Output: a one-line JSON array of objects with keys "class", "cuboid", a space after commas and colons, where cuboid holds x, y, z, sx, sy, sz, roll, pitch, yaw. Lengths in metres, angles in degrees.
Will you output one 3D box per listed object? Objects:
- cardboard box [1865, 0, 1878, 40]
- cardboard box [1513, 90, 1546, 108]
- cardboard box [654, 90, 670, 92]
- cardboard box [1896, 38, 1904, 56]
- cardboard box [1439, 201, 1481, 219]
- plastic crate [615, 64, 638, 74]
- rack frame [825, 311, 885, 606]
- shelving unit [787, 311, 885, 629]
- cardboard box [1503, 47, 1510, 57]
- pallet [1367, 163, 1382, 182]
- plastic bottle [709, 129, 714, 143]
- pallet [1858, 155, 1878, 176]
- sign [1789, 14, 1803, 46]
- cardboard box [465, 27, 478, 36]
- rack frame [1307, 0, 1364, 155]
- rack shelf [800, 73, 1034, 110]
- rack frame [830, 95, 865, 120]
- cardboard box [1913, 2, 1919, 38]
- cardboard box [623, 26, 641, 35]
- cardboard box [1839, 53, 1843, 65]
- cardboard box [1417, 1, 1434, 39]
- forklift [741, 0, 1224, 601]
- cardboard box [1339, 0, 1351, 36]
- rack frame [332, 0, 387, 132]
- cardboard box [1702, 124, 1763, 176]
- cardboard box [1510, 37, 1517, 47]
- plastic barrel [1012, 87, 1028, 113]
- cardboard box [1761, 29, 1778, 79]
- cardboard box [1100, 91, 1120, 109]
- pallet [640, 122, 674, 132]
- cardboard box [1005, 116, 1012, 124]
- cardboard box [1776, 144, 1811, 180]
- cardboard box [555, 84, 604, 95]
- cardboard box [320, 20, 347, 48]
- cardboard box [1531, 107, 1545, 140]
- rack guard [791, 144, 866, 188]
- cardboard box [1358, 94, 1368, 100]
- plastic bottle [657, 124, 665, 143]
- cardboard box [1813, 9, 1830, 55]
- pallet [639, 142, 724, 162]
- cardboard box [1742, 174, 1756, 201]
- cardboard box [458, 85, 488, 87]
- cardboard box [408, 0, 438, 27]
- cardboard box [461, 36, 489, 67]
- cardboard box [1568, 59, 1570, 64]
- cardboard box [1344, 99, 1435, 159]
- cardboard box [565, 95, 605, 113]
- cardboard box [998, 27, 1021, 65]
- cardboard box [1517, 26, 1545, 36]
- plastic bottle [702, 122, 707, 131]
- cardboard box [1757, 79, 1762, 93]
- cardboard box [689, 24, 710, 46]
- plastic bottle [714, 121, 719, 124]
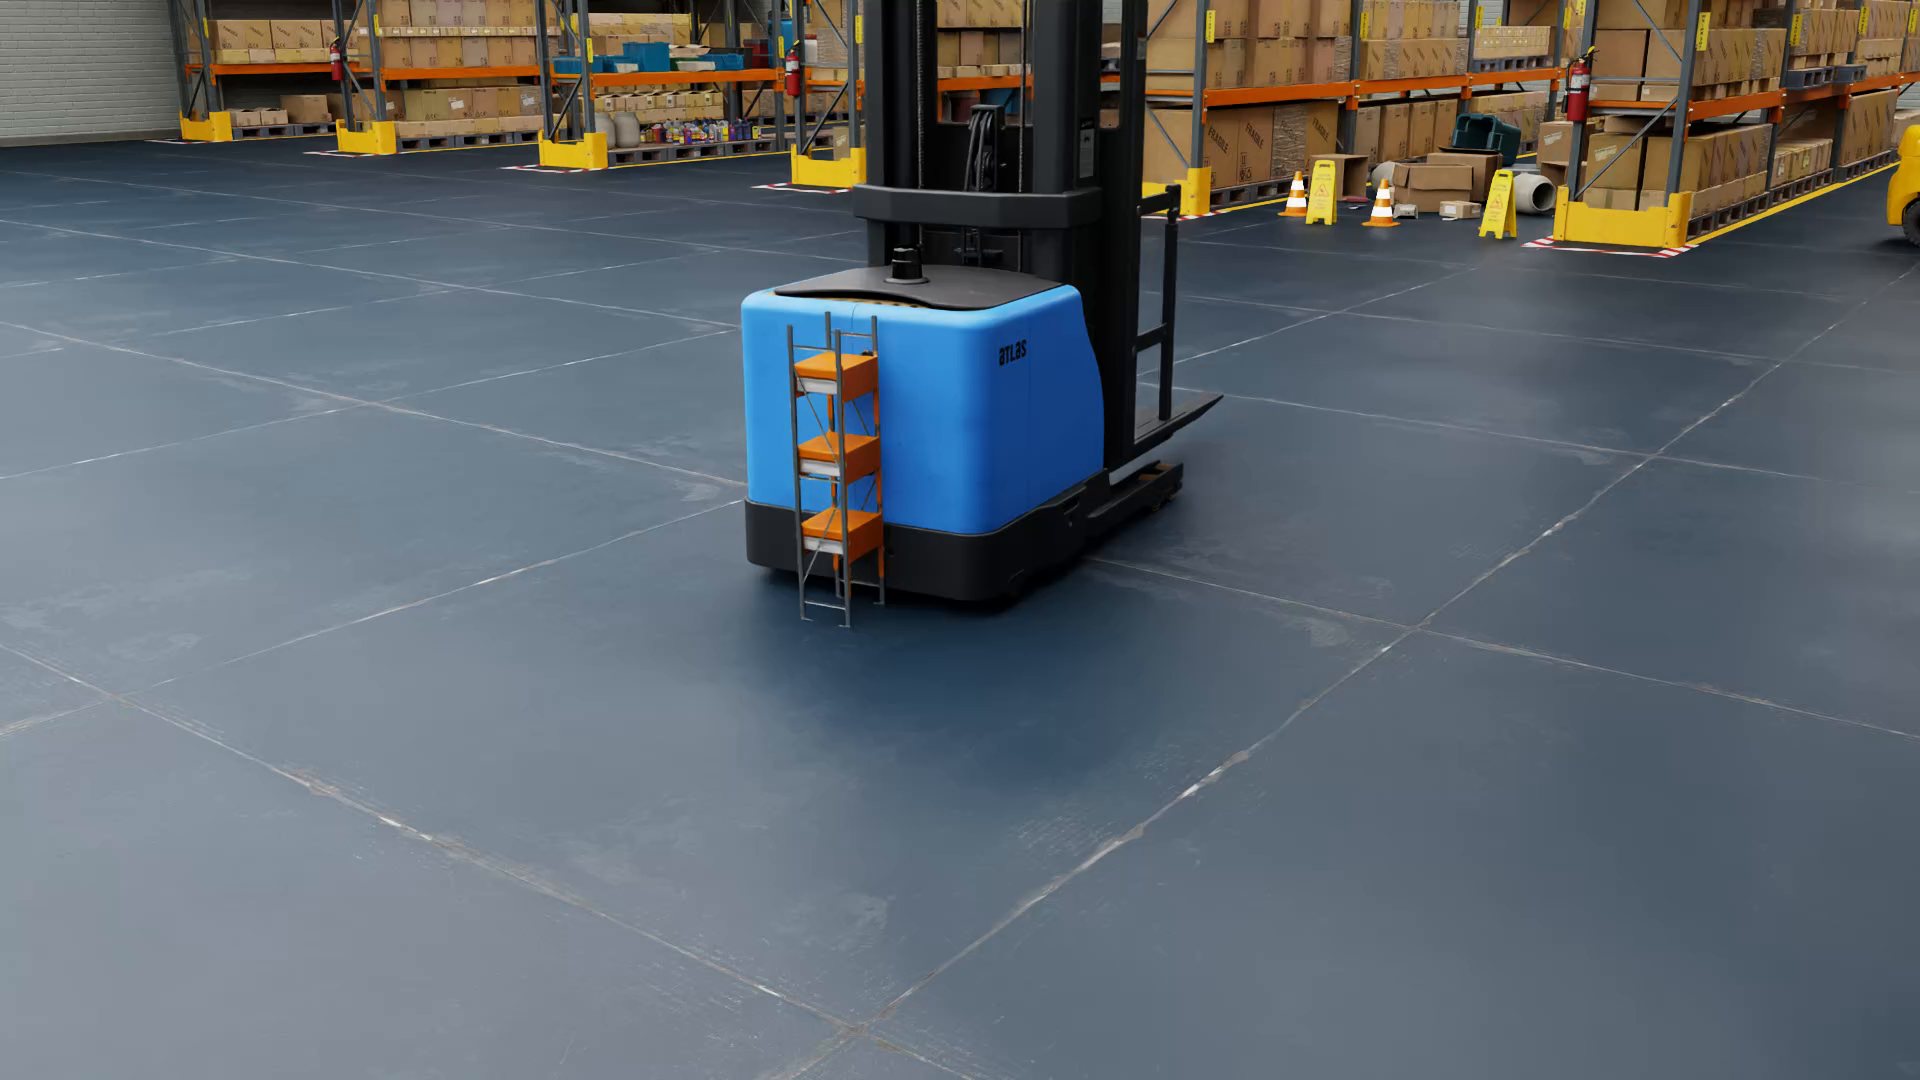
[{"class": "cardboard box", "cuboid": [11.804, -6.894, 22.032, 0.500, 0.500, 0.500, 13, 21, 35]}, {"class": "cardboard box", "cuboid": [9.133, -7.121, 26.859, 0.500, 0.250, 0.500, 12, 21, 33]}, {"class": "cardboard box", "cuboid": [-5.740, -8.633, 32.469, 0.500, 0.311, 0.500, 12, 21, 33]}, {"class": "cardboard box", "cuboid": [13.342, -7.147, 24.109, 0.500, 0.250, 0.500, 12, 21, 35]}, {"class": "cardboard box", "cuboid": [5.418, -3.577, 18.011, 0.250, 0.149, 0.380, -7, 19, -22]}, {"class": "plastic crate", "cuboid": [-4.885, -6.926, 24.434, 0.298, 0.136, 0.250, 12, 21, 35]}, {"class": "rack frame", "cuboid": [-0.366, -0.275, 5.835, 0.200, 1.050, 0.008, 8, 21, 25]}, {"class": "shelving unit", "cuboid": [-0.420, -0.240, 5.732, 0.215, 1.050, 0.252, 8, 21, 25]}, {"class": "cardboard box", "cuboid": [8.208, -7.493, 25.530, 0.380, 0.149, 0.250, 13, 21, 35]}, {"class": "pallet", "cuboid": [5.006, -4.938, 22.289, 1.003, 0.211, 1.213, 12, 21, 35]}, {"class": "plastic bottle", "cuboid": [-3.901, -6.324, 26.028, 0.097, 0.201, 0.097, 0, 17, 0]}, {"class": "pallet", "cuboid": [12.284, -5.307, 23.477, 1.003, 0.211, 1.213, 12, 21, 35]}, {"class": "sign", "cuboid": [9.083, -5.541, 18.071, 0.100, 0.325, 0.005, 12, 21, 35]}, {"class": "cardboard box", "cuboid": [-8.330, -8.551, 27.959, 0.380, 0.149, 0.250, 13, 21, 35]}, {"class": "rack frame", "cuboid": [4.607, -6.073, 21.241, 1.000, 3.000, 0.127, 12, 21, 35]}, {"class": "rack shelf", "cuboid": [-0.508, -6.153, 22.714, 1.077, 0.370, 4.000, 12, 21, 35]}, {"class": "rack frame", "cuboid": [-2.503, -10.630, 35.917, 1.000, 3.000, 0.127, 12, 21, 35]}, {"class": "cardboard box", "cuboid": [14.194, -7.843, 25.086, 0.500, 0.500, 0.500, 12, 21, 34]}, {"class": "cardboard box", "cuboid": [-7.452, -11.188, 37.010, 0.500, 0.500, 0.500, 13, 22, 36]}, {"class": "cardboard box", "cuboid": [10.648, -5.933, 20.506, 0.380, 0.149, 0.250, 11, 20, 32]}, {"class": "cardboard box", "cuboid": [6.111, -7.202, 23.024, 0.700, 0.500, 0.500, 12, 21, 34]}, {"class": "forklift", "cuboid": [0.327, -1.575, 6.875, 1.130, 2.935, 3.031, 9, 19, 26]}, {"class": "cardboard box", "cuboid": [4.360, -6.578, 20.795, 0.875, 0.550, 0.550, 12, 21, 35]}, {"class": "rack frame", "cuboid": [-9.653, -7.772, 26.713, 1.000, 3.000, 0.127, 12, 21, 35]}, {"class": "cardboard box", "cuboid": [8.204, -4.158, 17.739, 0.500, 0.500, 0.500, 13, 21, 36]}, {"class": "cardboard box", "cuboid": [8.364, -7.700, 25.694, 0.380, 0.149, 0.250, 13, 22, 37]}, {"class": "plastic barrel", "cuboid": [1.135, -8.826, 32.937, 0.600, 0.901, 0.708, 12, 21, 35]}, {"class": "cardboard box", "cuboid": [8.277, -5.138, 17.562, 0.500, 0.500, 0.500, 13, 22, 37]}, {"class": "cardboard box", "cuboid": [2.384, -7.007, 26.460, 0.500, 0.250, 0.500, 16, 23, 41]}, {"class": "pallet", "cuboid": [-6.136, -7.867, 31.721, 1.003, 0.211, 1.213, 12, 21, 35]}, {"class": "cardboard box", "cuboid": [0.414, -5.892, 24.166, 0.500, 0.500, 0.500, 12, 21, 33]}, {"class": "cardboard box", "cuboid": [9.792, -4.631, 20.321, 0.950, 0.372, 0.625, 13, 22, 36]}, {"class": "cardboard box", "cuboid": [-8.323, -9.878, 36.411, 0.750, 0.750, 0.750, 12, 21, 34]}, {"class": "cardboard box", "cuboid": [-11.885, -9.490, 31.200, 0.500, 0.500, 0.500, 12, 21, 33]}, {"class": "cardboard box", "cuboid": [9.135, -6.764, 26.974, 0.500, 0.500, 0.500, 12, 21, 34]}, {"class": "rack guard", "cuboid": [-1.654, -4.845, 21.502, 1.175, 0.500, 0.348, 12, 21, 35]}, {"class": "cardboard box", "cuboid": [7.517, -8.851, 33.061, 0.875, 0.875, 0.875, 12, 21, 35]}, {"class": "plastic bottle", "cuboid": [-4.677, -6.360, 26.005, 0.061, 0.283, 0.133, 12, 21, 35]}, {"class": "cardboard box", "cuboid": [9.756, -5.908, 19.333, 0.500, 0.500, 0.500, 12, 21, 34]}, {"class": "pallet", "cuboid": [-4.454, -6.072, 25.942, 1.003, 0.211, 1.213, 12, 21, 35]}, {"class": "cardboard box", "cuboid": [8.197, -3.793, 17.827, 0.500, 0.250, 0.500, 12, 21, 33]}, {"class": "cardboard box", "cuboid": [-8.393, -7.677, 29.071, 0.500, 0.500, 0.500, 12, 21, 35]}, {"class": "cardboard box", "cuboid": [-9.024, -8.687, 27.304, 0.700, 0.500, 0.500, 12, 21, 33]}, {"class": "cardboard box", "cuboid": [-8.444, -8.298, 28.238, 0.700, 0.500, 0.500, 13, 22, 36]}, {"class": "cardboard box", "cuboid": [10.016, -8.015, 27.920, 0.380, 0.149, 0.250, 11, 21, 32]}, {"class": "cardboard box", "cuboid": [6.037, -5.814, 23.492, 1.050, 0.750, 0.750, 13, 21, 36]}, {"class": "cardboard box", "cuboid": [-6.823, -7.934, 30.219, 0.500, 0.311, 0.500, 13, 21, 35]}, {"class": "cardboard box", "cuboid": [0.366, -7.067, 23.772, 0.875, 0.500, 0.500, 12, 21, 35]}, {"class": "cardboard box", "cuboid": [9.132, -8.149, 26.638, 0.380, 0.149, 0.250, 12, 21, 33]}, {"class": "plastic bottle", "cuboid": [-4.097, -6.581, 26.736, 0.097, 0.271, 0.097, 0, 17, 0]}, {"class": "cardboard box", "cuboid": [8.335, -4.863, 17.768, 0.380, 0.149, 0.250, 13, 21, 35]}, {"class": "cardboard box", "cuboid": [-6.147, -11.774, 39.095, 0.980, 0.700, 0.700, 13, 21, 36]}, {"class": "plastic bottle", "cuboid": [-4.006, -6.678, 27.040, 0.152, 0.276, 0.135, 13, 22, 37]}]
